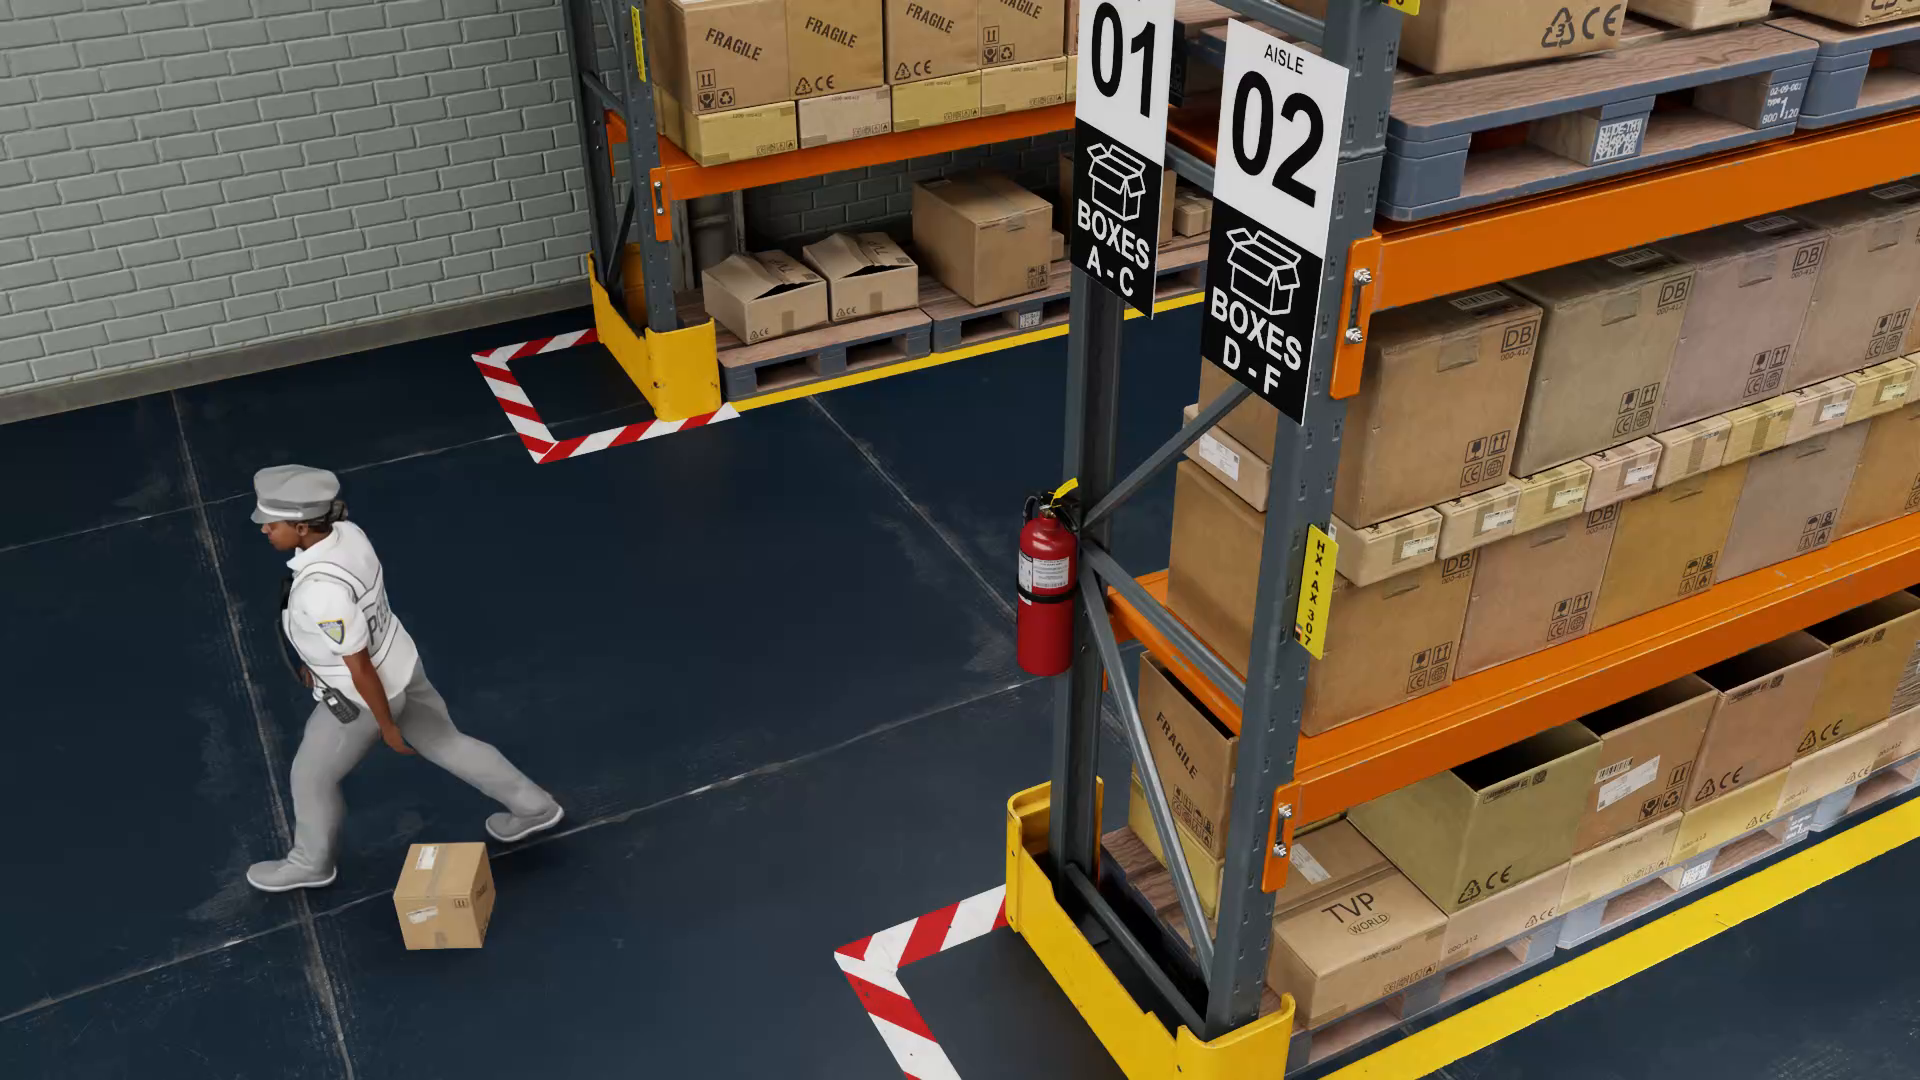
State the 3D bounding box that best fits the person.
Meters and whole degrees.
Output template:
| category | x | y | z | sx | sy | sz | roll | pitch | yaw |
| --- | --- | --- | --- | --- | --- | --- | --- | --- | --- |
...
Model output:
| category | x | y | z | sx | sy | sz | roll | pitch | yaw |
| --- | --- | --- | --- | --- | --- | --- | --- | --- | --- |
| person | -1.933 | 0.459 | 5.426 | 1.068 | 1.609 | 0.454 | -1 | 33 | -1 |
